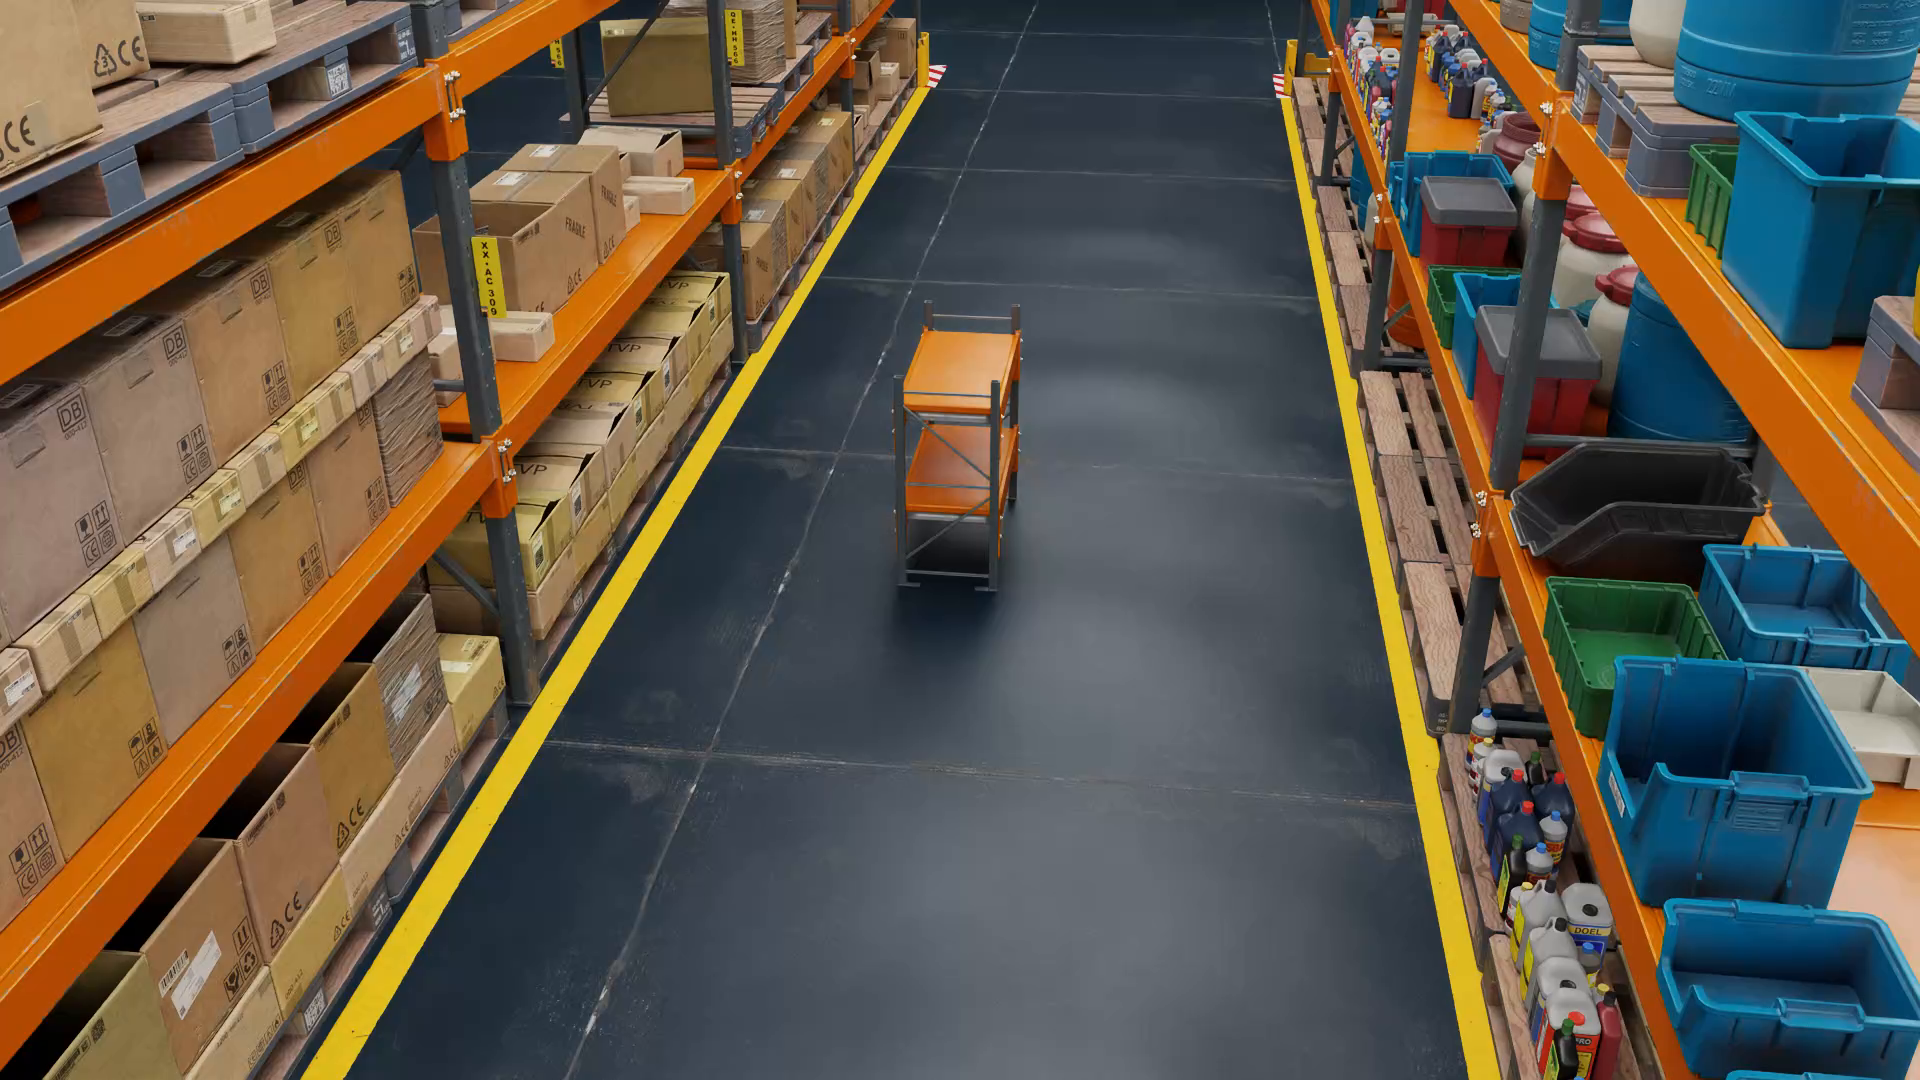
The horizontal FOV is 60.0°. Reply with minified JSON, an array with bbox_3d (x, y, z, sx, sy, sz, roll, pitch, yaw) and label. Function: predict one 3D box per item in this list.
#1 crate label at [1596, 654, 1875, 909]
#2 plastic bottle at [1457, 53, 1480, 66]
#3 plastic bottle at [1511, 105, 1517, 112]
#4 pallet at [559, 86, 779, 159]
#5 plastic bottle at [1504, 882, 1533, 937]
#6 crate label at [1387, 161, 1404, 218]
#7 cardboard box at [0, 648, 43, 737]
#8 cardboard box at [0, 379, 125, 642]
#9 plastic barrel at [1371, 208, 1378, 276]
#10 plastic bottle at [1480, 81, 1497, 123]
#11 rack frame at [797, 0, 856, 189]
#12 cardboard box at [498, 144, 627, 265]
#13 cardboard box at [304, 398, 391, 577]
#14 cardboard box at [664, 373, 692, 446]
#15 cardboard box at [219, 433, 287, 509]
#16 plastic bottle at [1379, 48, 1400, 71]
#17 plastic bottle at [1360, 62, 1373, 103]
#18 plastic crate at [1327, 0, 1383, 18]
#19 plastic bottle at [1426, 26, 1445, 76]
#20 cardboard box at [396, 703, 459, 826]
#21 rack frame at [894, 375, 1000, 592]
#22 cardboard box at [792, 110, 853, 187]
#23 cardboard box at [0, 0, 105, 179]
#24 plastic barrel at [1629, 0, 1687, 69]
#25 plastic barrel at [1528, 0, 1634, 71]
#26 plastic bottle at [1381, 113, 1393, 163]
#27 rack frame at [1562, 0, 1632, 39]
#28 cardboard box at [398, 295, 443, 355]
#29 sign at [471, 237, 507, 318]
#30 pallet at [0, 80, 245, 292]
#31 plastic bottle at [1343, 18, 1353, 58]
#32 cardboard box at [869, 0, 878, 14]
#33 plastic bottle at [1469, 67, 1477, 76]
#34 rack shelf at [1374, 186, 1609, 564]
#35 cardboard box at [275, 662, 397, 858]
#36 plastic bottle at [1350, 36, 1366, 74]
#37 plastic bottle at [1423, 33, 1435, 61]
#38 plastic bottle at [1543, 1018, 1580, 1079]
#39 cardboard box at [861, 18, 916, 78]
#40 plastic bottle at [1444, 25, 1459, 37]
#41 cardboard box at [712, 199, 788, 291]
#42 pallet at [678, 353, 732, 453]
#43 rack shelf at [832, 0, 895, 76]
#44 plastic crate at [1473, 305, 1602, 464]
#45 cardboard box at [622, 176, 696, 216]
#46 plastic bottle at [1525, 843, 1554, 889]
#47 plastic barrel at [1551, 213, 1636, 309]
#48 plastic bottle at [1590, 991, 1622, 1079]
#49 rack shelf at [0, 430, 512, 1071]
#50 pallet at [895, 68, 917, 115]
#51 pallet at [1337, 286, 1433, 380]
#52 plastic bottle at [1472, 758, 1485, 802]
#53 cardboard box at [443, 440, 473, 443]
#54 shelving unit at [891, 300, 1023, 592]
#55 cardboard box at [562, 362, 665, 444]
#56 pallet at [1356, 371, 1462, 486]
[{"bbox_3d":[1.995,0.637,4.367,0.502,0.435,0.616,3,28,6],"label":"crate label"},{"bbox_3d":[3.658,-3.382,11.996,0.152,0.276,0.135,3,28,6],"label":"plastic bottle"},{"bbox_3d":[3.511,-2.642,10.615,0.061,0.283,0.133,3,28,6],"label":"plastic bottle"},{"bbox_3d":[-1.884,-2.759,10.911,1.213,0.211,1.003,3,28,6],"label":"pallet"},{"bbox_3d":[1.937,1.267,5.722,0.097,0.201,0.097,0,28,0],"label":"plastic bottle"},{"bbox_3d":[2.595,-1.980,9.440,0.303,0.233,0.416,3,28,6],"label":"crate label"},{"bbox_3d":[-2.521,0.383,4.087,0.380,0.149,0.250,3,28,5],"label":"cardboard box"},{"bbox_3d":[-2.681,-0.099,4.298,0.700,0.500,0.500,3,29,6],"label":"cardboard box"},{"bbox_3d":[3.200,-2.117,11.616,0.600,0.588,0.708,3,28,6],"label":"plastic barrel"},{"bbox_3d":[3.575,-2.956,11.209,0.097,0.271,0.097,0,28,0],"label":"plastic bottle"},{"bbox_3d":[-1.407,-4.403,13.761,1.000,3.000,0.127,3,28,6],"label":"rack frame"},{"bbox_3d":[-2.087,-1.774,8.774,0.500,0.500,0.500,2,28,3],"label":"cardboard box"},{"bbox_3d":[-2.494,-0.224,5.897,0.700,0.500,0.500,3,28,6],"label":"cardboard box"},{"bbox_3d":[-1.844,-0.753,9.442,0.500,0.250,0.500,4,29,7],"label":"cardboard box"},{"bbox_3d":[-2.365,-0.229,5.223,0.380,0.149,0.250,4,29,8],"label":"cardboard box"},{"bbox_3d":[3.111,-3.419,12.064,0.152,0.276,0.135,3,28,6],"label":"plastic bottle"},{"bbox_3d":[2.879,-3.217,11.695,0.097,0.271,0.097,0,28,0],"label":"plastic bottle"},{"bbox_3d":[3.379,-4.561,14.281,0.437,0.125,0.590,3,28,6],"label":"plastic crate"},{"bbox_3d":[3.578,-3.649,12.412,0.144,0.351,0.185,3,28,6],"label":"plastic bottle"},{"bbox_3d":[-2.298,0.854,6.459,0.500,0.250,0.500,3,28,6],"label":"cardboard box"},{"bbox_3d":[-0.061,-0.259,8.045,0.500,1.125,0.032,3,28,6],"label":"rack frame"},{"bbox_3d":[-1.183,-3.247,13.787,0.500,0.500,0.500,3,28,6],"label":"cardboard box"},{"bbox_3d":[-2.403,-1.132,3.829,0.500,0.500,0.500,3,28,6],"label":"cardboard box"},{"bbox_3d":[2.281,-1.711,5.040,0.421,0.512,0.421,0,28,0],"label":"plastic barrel"},{"bbox_3d":[2.375,-2.141,5.870,0.600,0.901,0.708,3,28,6],"label":"plastic barrel"},{"bbox_3d":[2.673,-2.503,10.357,0.061,0.283,0.133,3,28,6],"label":"plastic bottle"},{"bbox_3d":[2.528,-2.989,4.810,1.000,3.000,0.127,3,28,6],"label":"rack frame"},{"bbox_3d":[-2.208,-0.827,6.332,0.380,0.149,0.250,3,28,6],"label":"cardboard box"},{"bbox_3d":[-1.836,-1.022,6.488,0.100,0.325,0.005,3,28,6],"label":"sign"},{"bbox_3d":[-2.618,-0.943,4.269,1.003,0.211,1.213,3,28,6],"label":"pallet"},{"bbox_3d":[3.040,-3.914,12.976,0.061,0.283,0.133,3,28,6],"label":"plastic bottle"},{"bbox_3d":[-1.015,-4.912,14.600,0.500,0.500,0.500,4,29,7],"label":"cardboard box"},{"bbox_3d":[3.566,-3.155,11.580,0.097,0.271,0.097,0,28,0],"label":"plastic bottle"},{"bbox_3d":[2.773,-0.973,8.151,1.077,0.370,4.000,3,28,6],"label":"rack shelf"},{"bbox_3d":[-2.358,0.759,5.844,0.500,0.500,0.500,3,28,6],"label":"cardboard box"},{"bbox_3d":[2.987,-3.636,12.472,0.097,0.271,0.097,0,28,0],"label":"plastic bottle"},{"bbox_3d":[3.655,-3.820,12.888,0.097,0.201,0.097,0,28,0],"label":"plastic bottle"},{"bbox_3d":[1.824,1.591,5.034,0.061,0.283,0.133,4,29,7],"label":"plastic bottle"},{"bbox_3d":[-0.739,-5.109,17.242,0.500,0.500,0.500,3,28,6],"label":"cardboard box"},{"bbox_3d":[3.781,-3.855,12.873,0.152,0.276,0.135,3,28,6],"label":"plastic bottle"},{"bbox_3d":[-1.499,-2.058,11.579,0.500,0.500,0.500,2,28,4],"label":"cardboard box"},{"bbox_3d":[-2.037,-0.907,10.212,1.003,0.211,1.213,3,28,6],"label":"pallet"},{"bbox_3d":[-1.162,-5.028,15.679,1.077,0.370,4.000,3,28,6],"label":"rack shelf"},{"bbox_3d":[2.284,-0.622,6.674,0.402,0.464,0.583,3,28,6],"label":"plastic crate"},{"bbox_3d":[-1.733,-1.970,9.510,0.380,0.149,0.250,3,28,6],"label":"cardboard box"},{"bbox_3d":[2.014,1.176,5.818,0.097,0.271,0.097,0,28,0],"label":"plastic bottle"},{"bbox_3d":[2.953,-1.191,7.654,0.433,0.535,0.433,0,28,0],"label":"plastic barrel"},{"bbox_3d":[1.992,1.536,5.136,0.061,0.283,0.133,3,28,6],"label":"plastic bottle"},{"bbox_3d":[-2.632,0.621,5.194,1.077,0.370,4.000,3,28,6],"label":"rack shelf"},{"bbox_3d":[-1.023,-4.647,17.154,1.003,0.211,1.213,3,28,6],"label":"pallet"},{"bbox_3d":[3.074,-1.377,11.083,1.003,0.211,1.213,3,28,6],"label":"pallet"},{"bbox_3d":[2.029,0.911,6.384,0.097,0.201,0.097,0,28,0],"label":"plastic bottle"},{"bbox_3d":[-2.565,-0.311,8.030,0.500,0.311,0.500,4,29,8],"label":"cardboard box"},{"bbox_3d":[0.001,-0.498,8.489,0.538,1.125,1.048,3,28,6],"label":"shelving unit"},{"bbox_3d":[-1.902,-0.763,8.868,0.500,0.311,0.500,4,29,8],"label":"cardboard box"},{"bbox_3d":[2.885,-0.641,9.717,1.003,0.211,1.213,3,28,6],"label":"pallet"}]
